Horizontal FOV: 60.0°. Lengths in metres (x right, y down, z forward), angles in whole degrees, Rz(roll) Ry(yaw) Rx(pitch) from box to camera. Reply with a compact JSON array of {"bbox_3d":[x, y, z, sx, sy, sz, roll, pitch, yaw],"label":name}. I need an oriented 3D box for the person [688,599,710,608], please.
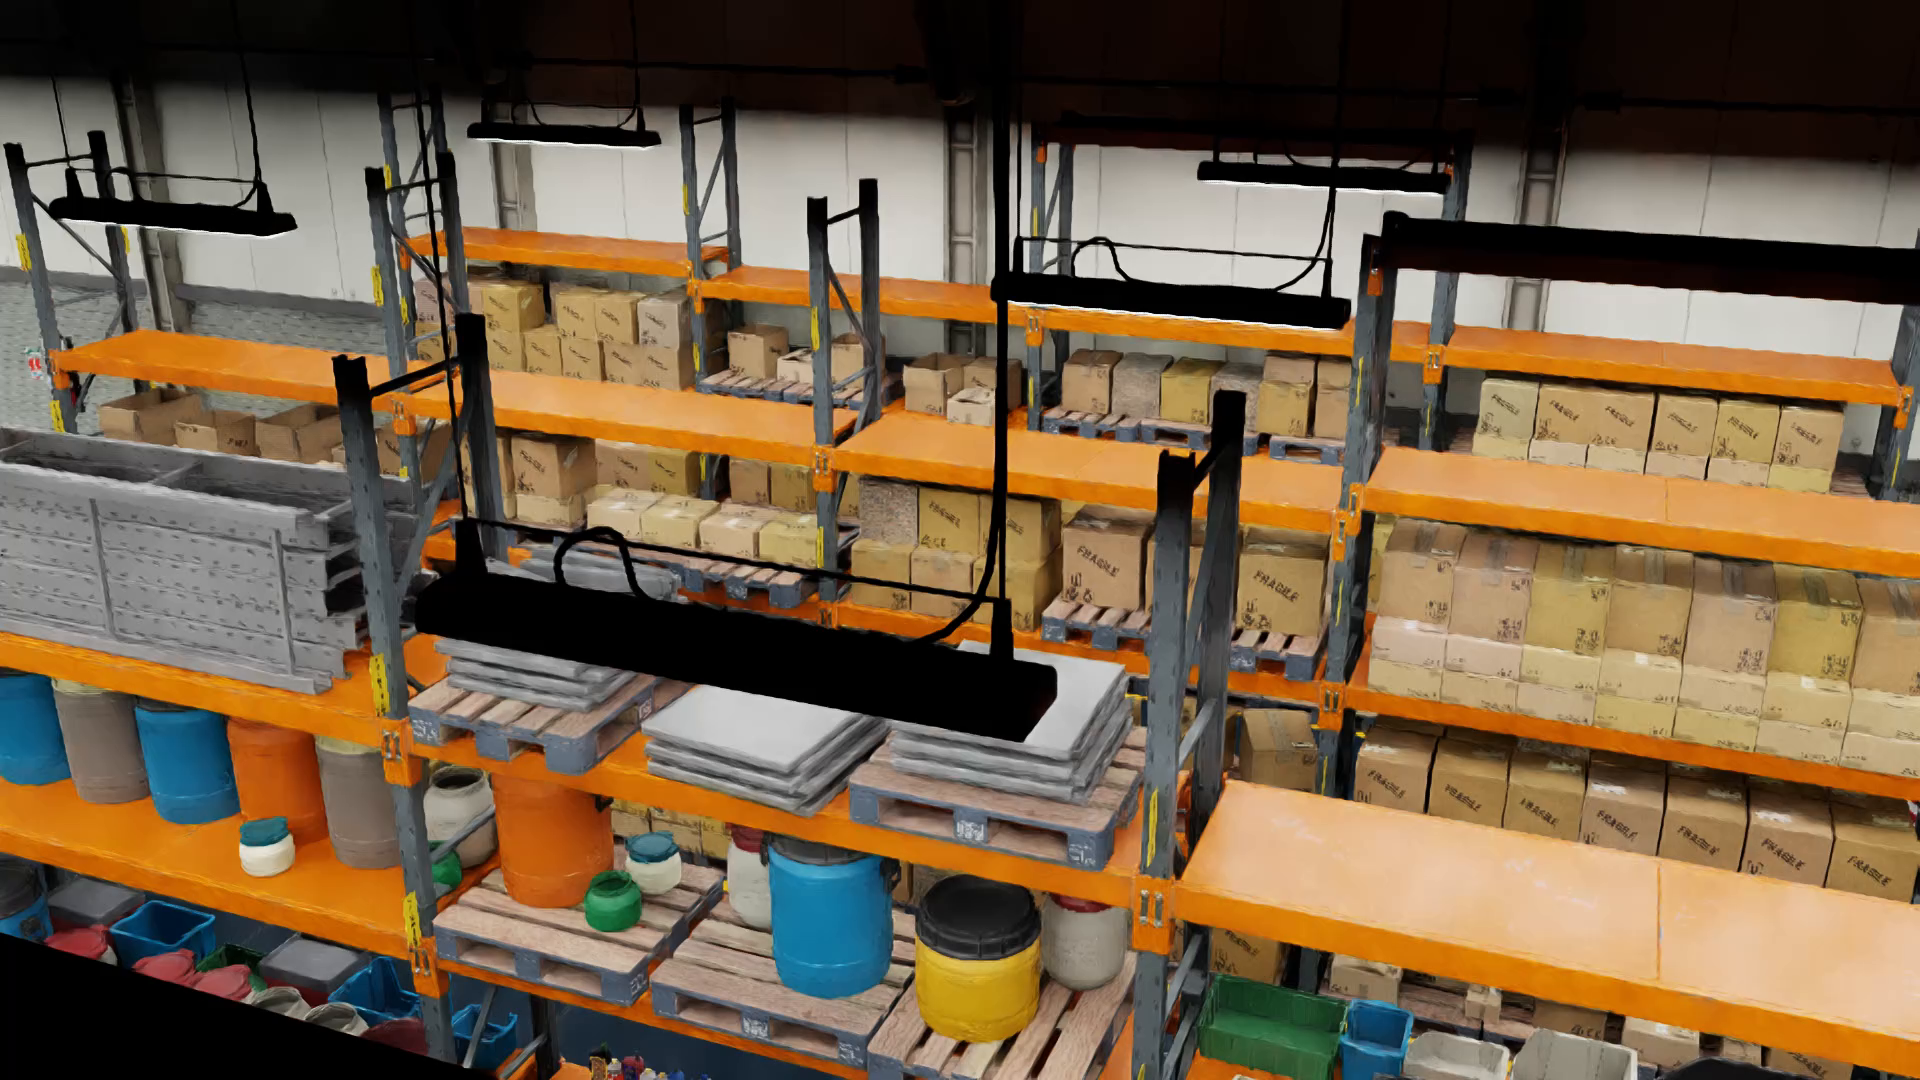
[{"bbox_3d":[-2.574,1.267,16.688,0.502,1.676,0.422,-4,21,-9],"label":"person"}]
